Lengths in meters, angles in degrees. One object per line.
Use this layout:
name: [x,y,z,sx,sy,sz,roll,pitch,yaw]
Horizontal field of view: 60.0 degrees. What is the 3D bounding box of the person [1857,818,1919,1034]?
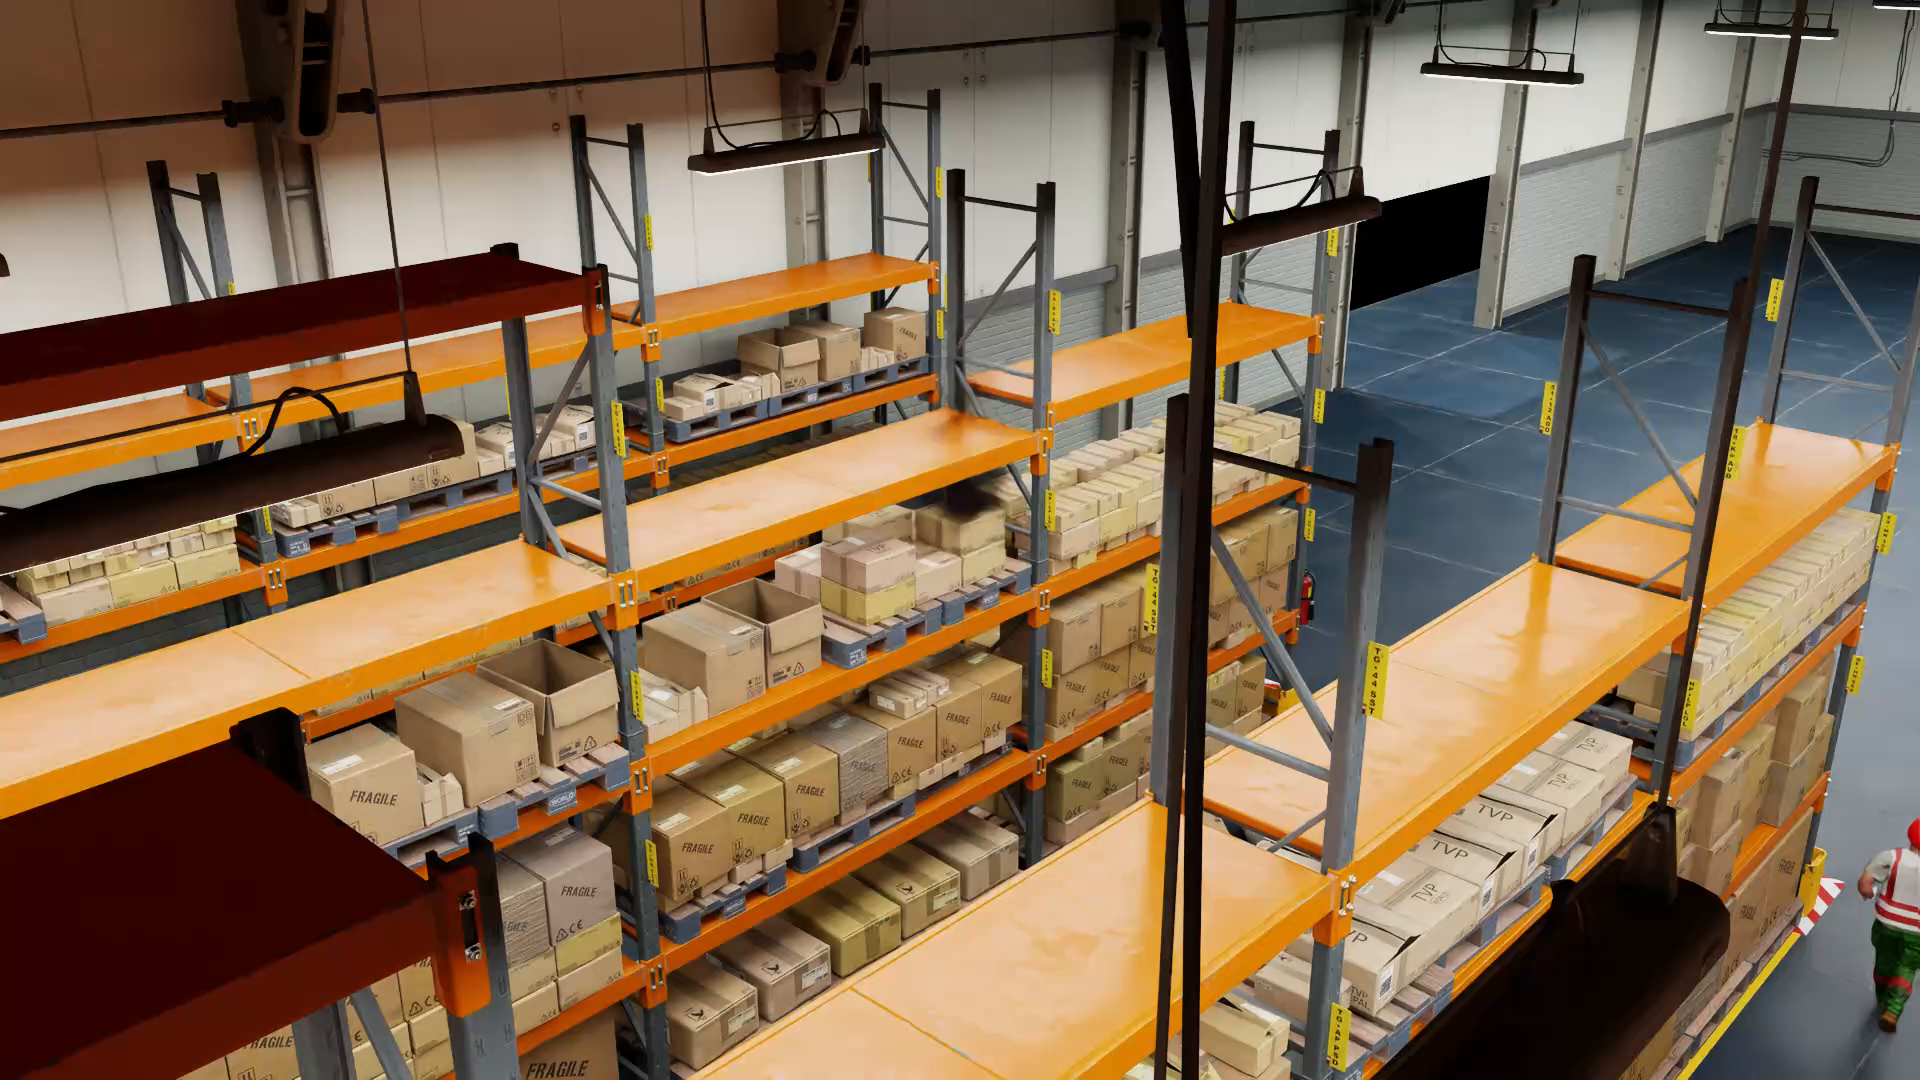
person: [6.950,2.818,12.268,0.658,1.768,0.971,14,25,31]
